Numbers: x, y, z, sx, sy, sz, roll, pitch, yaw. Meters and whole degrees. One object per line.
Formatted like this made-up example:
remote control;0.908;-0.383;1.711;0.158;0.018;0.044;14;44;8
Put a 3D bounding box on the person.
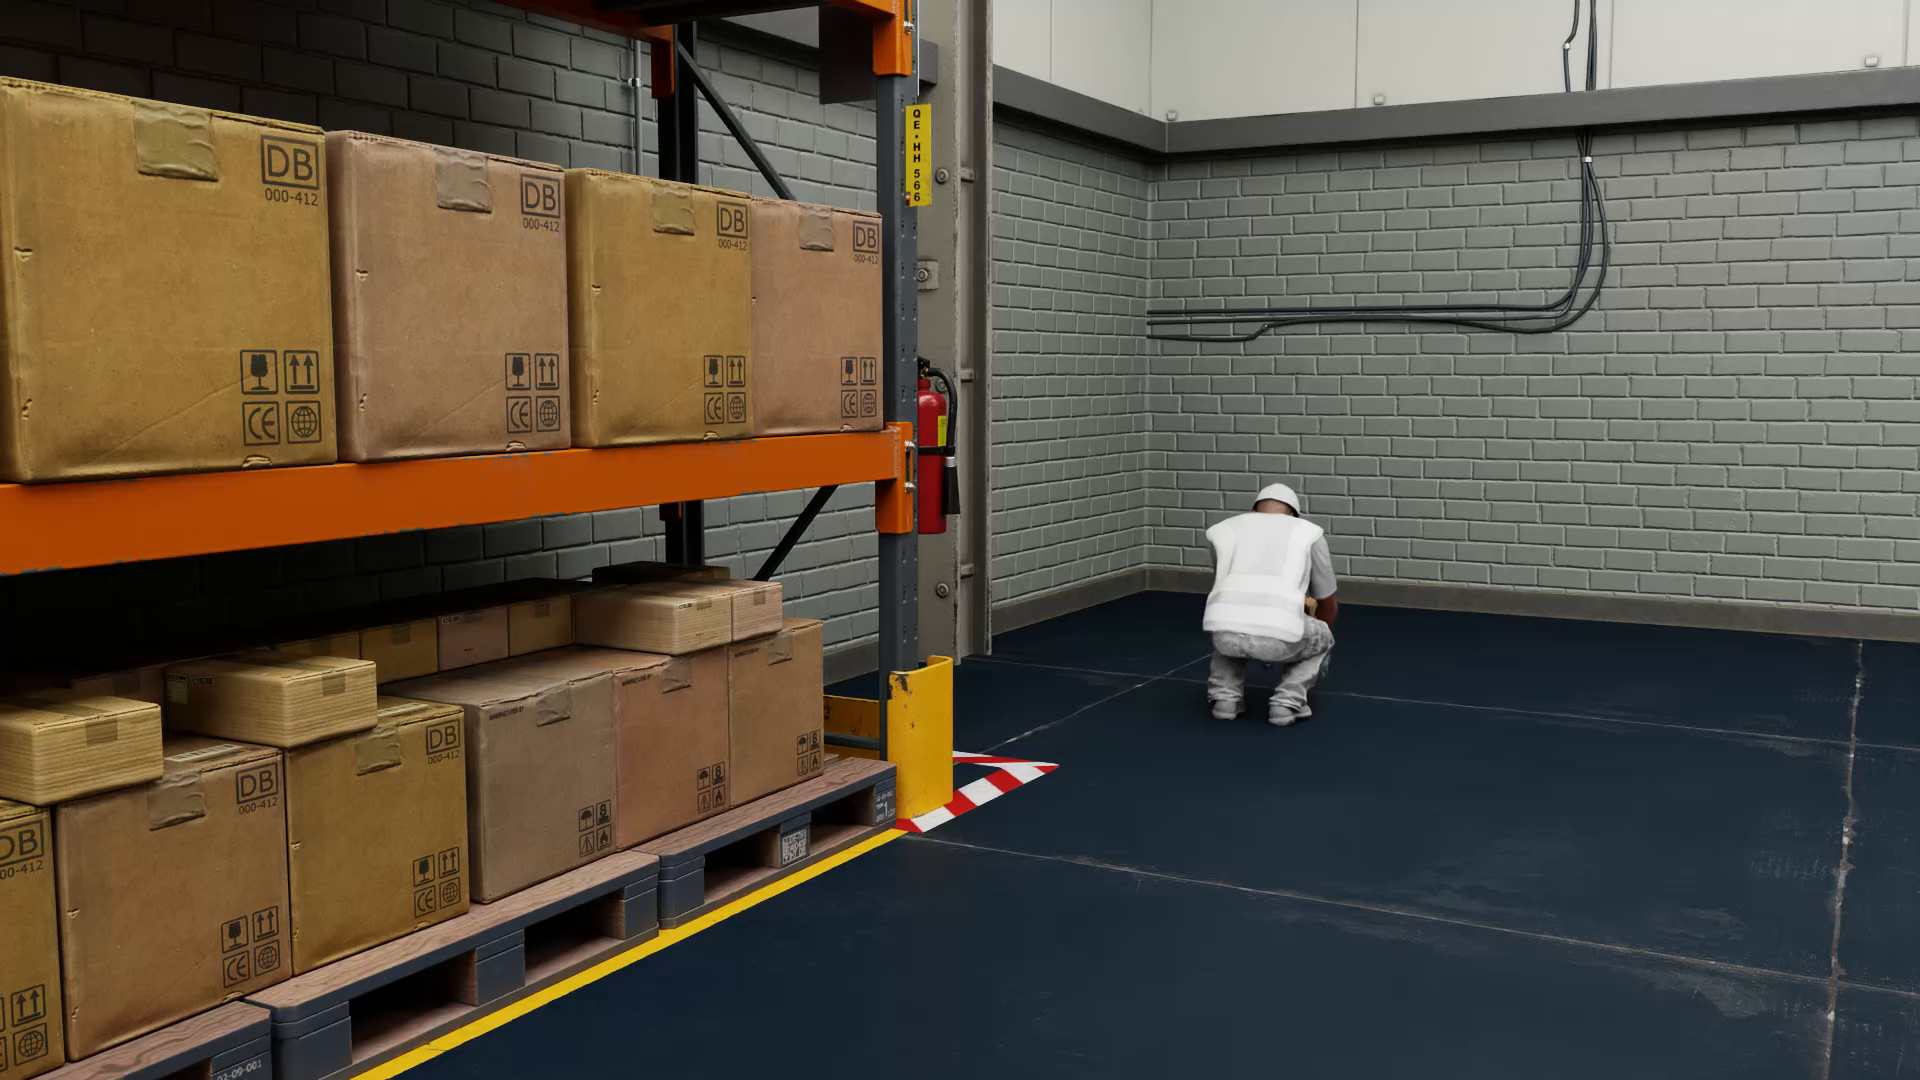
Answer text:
person;1.345;0.265;7.301;0.566;0.996;0.901;3;7;28
